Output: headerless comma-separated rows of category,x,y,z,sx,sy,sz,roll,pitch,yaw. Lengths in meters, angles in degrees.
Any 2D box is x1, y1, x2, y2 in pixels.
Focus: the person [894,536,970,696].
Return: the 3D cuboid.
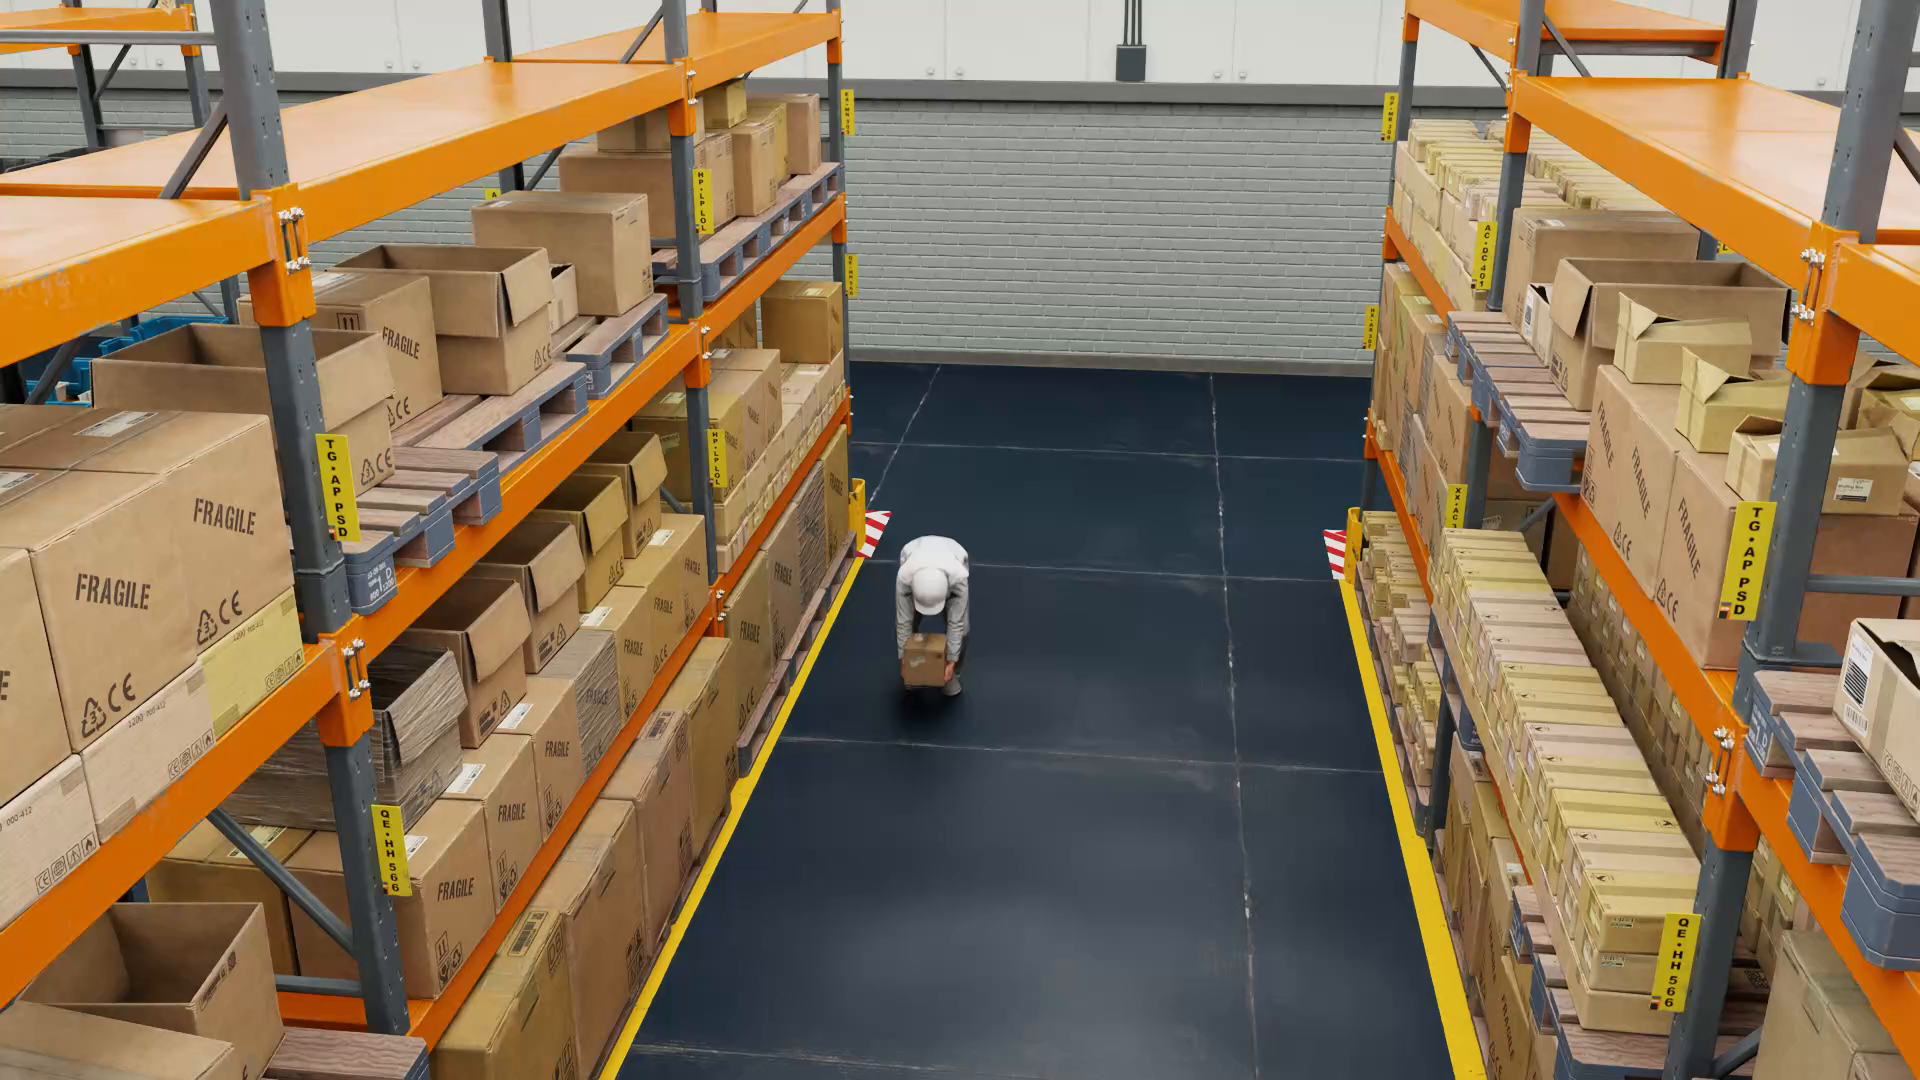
person,-0.184,0.532,10.664,0.495,1.054,0.997,1,21,4
